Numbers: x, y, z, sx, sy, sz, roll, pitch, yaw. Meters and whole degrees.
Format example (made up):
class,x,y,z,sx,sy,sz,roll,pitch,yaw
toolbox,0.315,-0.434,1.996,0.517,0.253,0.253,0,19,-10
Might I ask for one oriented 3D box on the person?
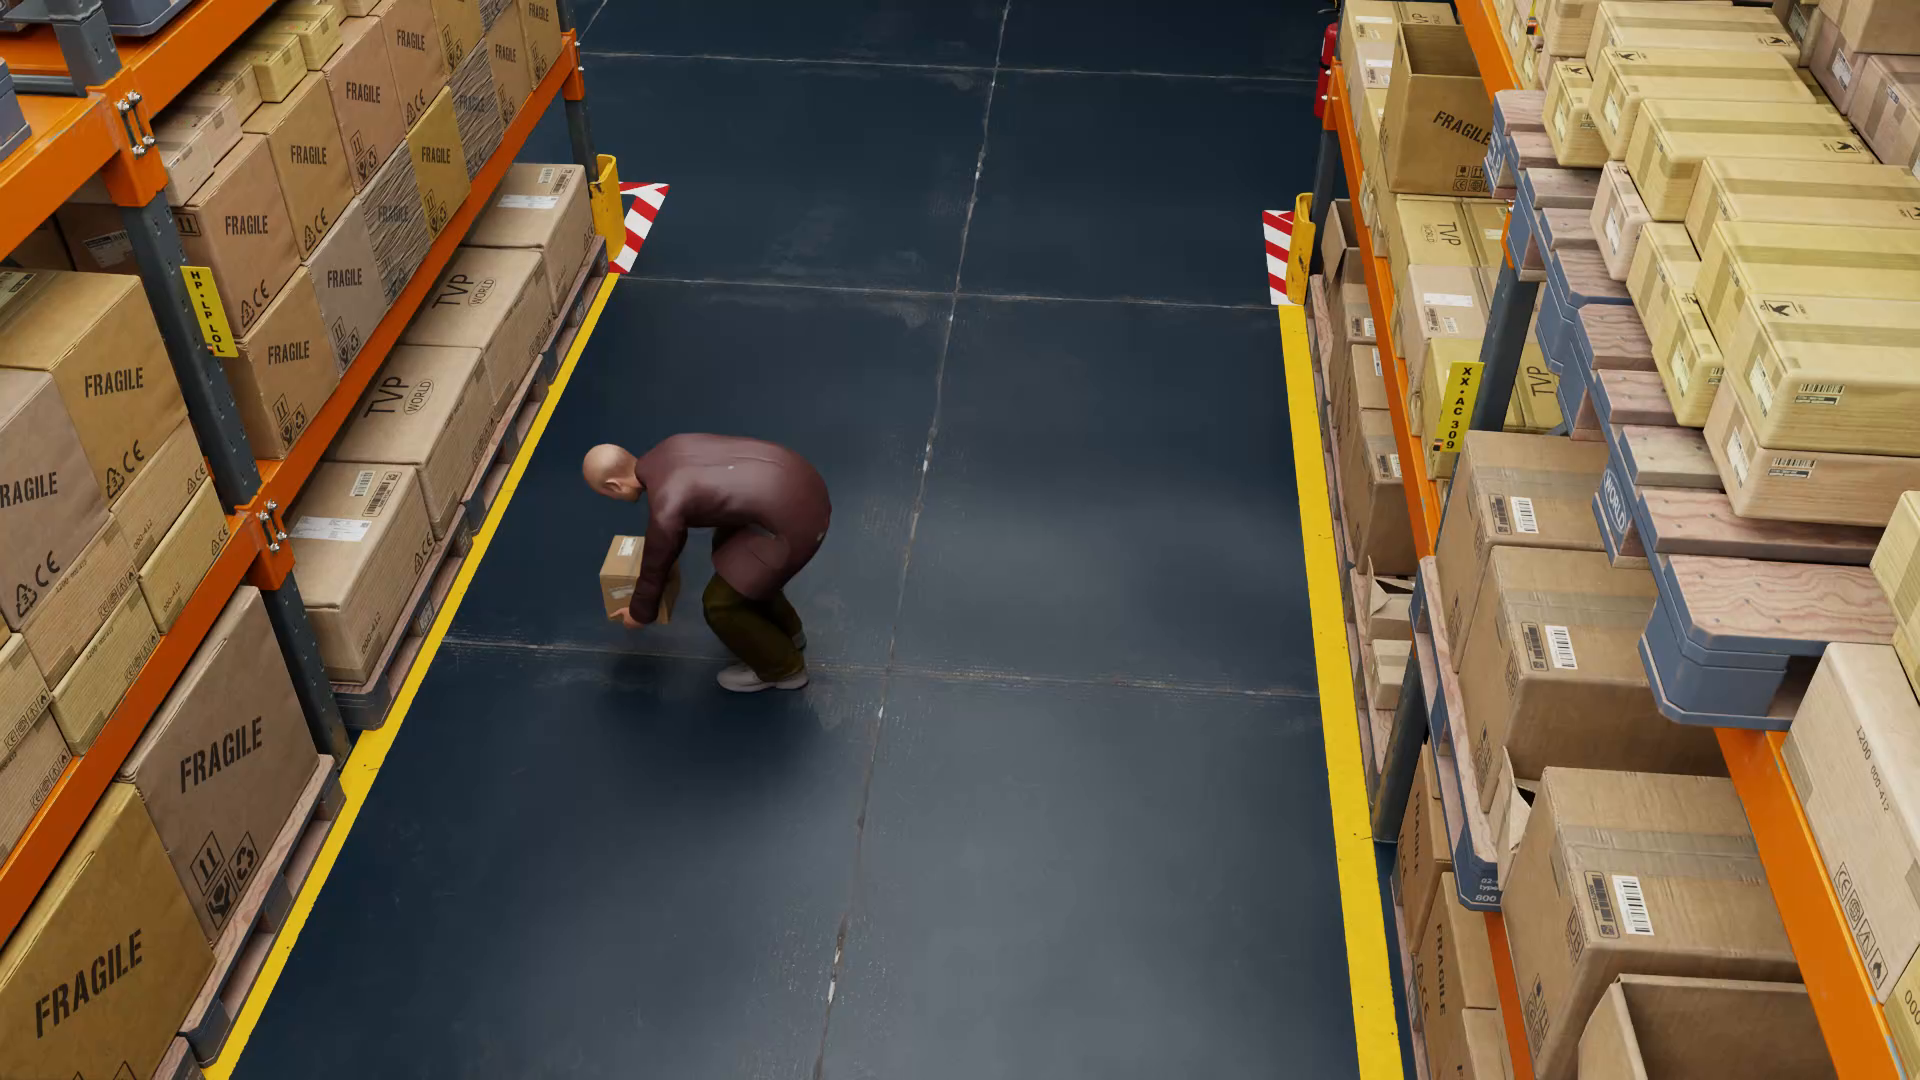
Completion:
class,x,y,z,sx,sy,sz,roll,pitch,yaw
person,-0.968,0.076,6.609,0.941,1.097,0.585,1,40,2
